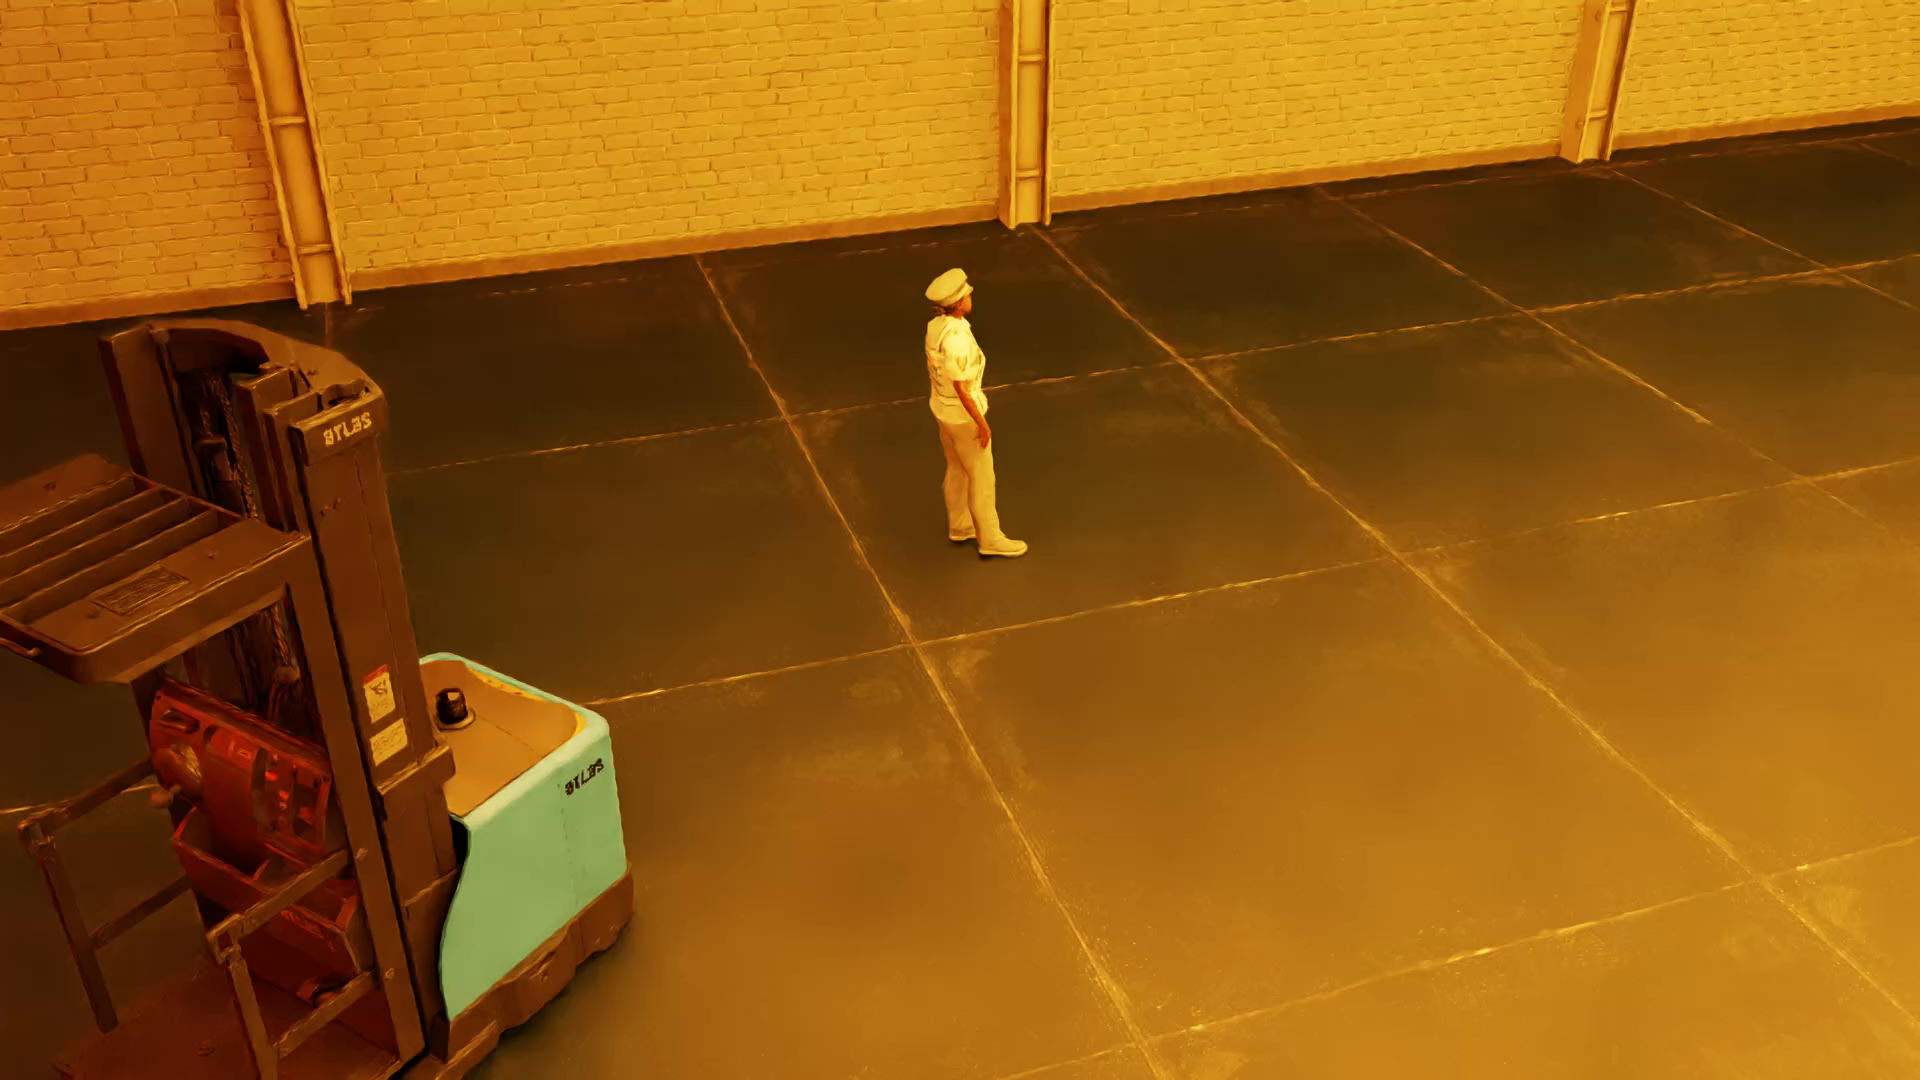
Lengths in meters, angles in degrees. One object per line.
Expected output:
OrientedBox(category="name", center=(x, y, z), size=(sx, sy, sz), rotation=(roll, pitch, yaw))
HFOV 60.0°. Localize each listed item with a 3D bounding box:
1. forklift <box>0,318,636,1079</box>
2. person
OrientedBox(category="forklift", center=(-2.593, 0.867, 5.581), size=(1.130, 2.935, 3.031), rotation=(17, 34, 27))
OrientedBox(category="person", center=(0.077, -0.744, 9.604), size=(0.529, 1.695, 0.570), rotation=(-10, 31, -16))
